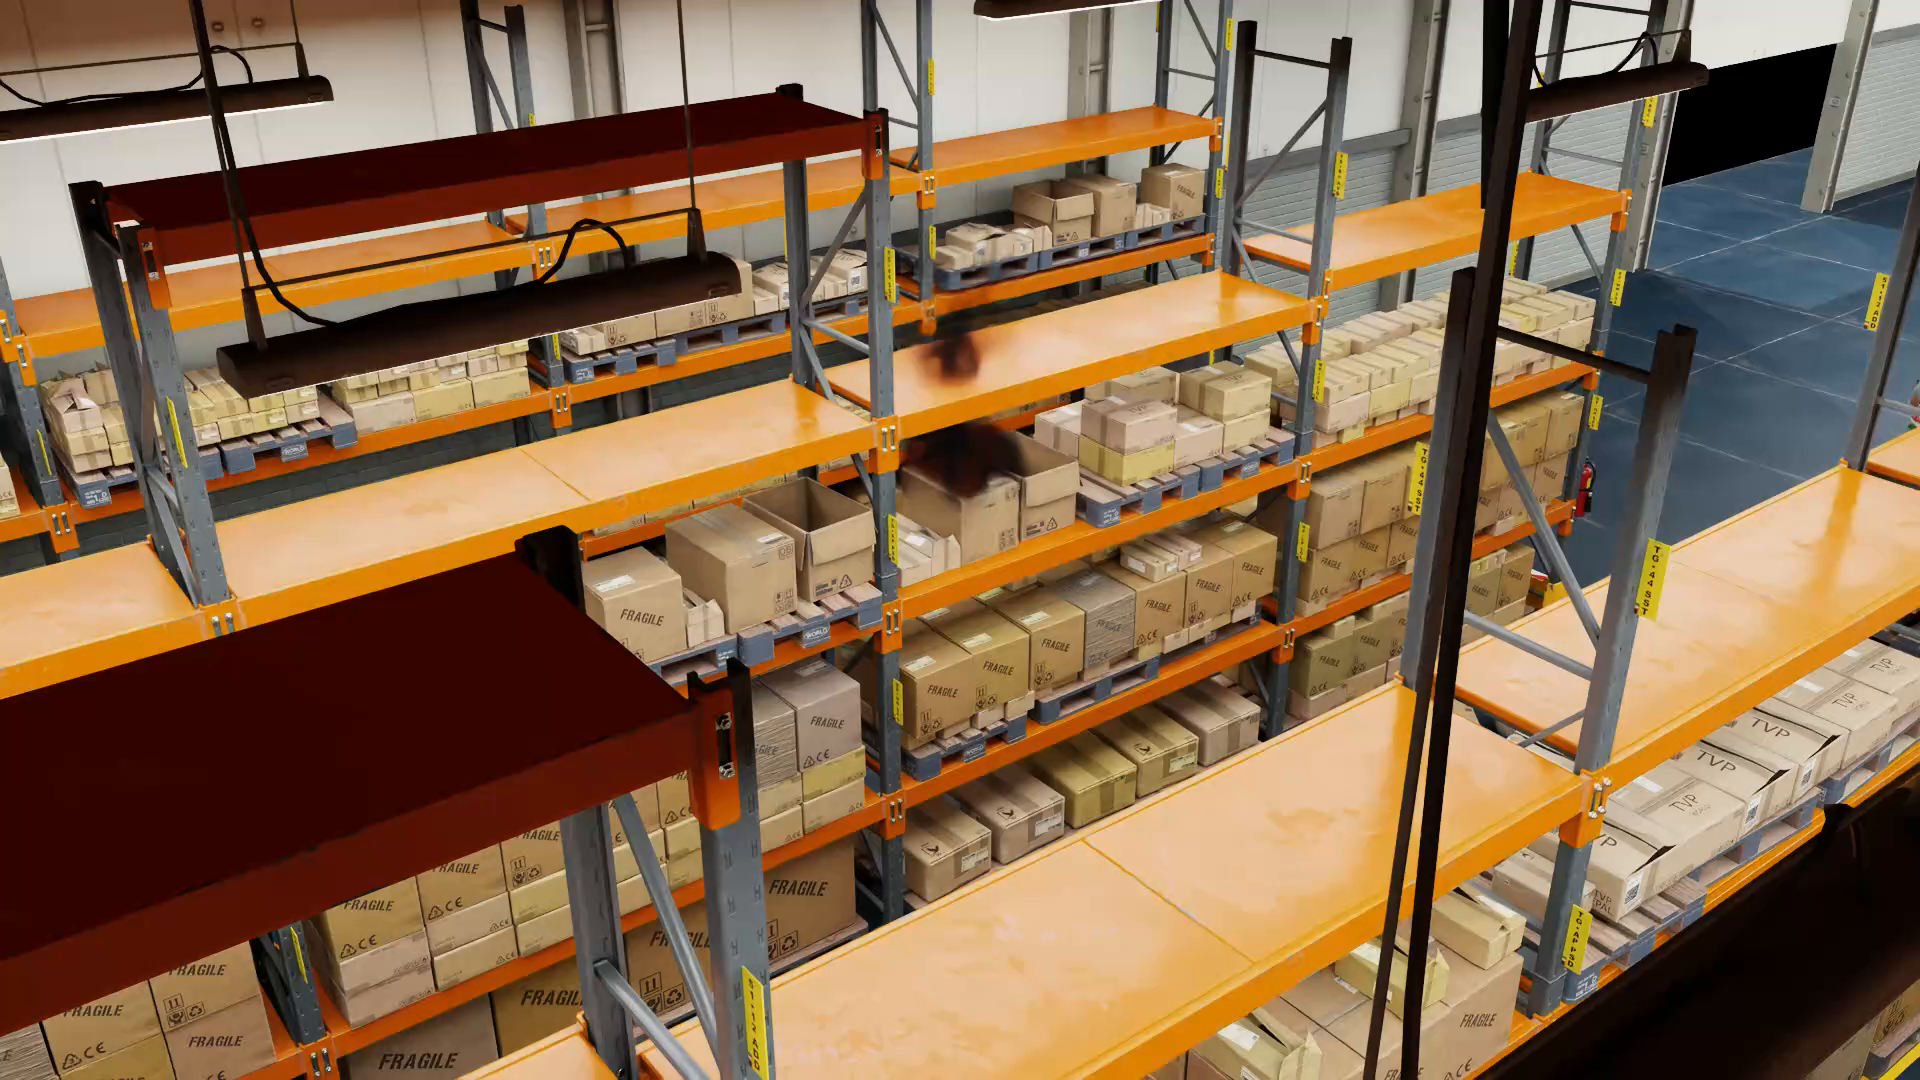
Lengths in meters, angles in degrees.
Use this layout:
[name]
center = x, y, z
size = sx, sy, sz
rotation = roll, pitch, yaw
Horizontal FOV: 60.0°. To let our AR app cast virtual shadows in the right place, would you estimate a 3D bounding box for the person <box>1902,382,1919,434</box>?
[person]
center = 10.981, -1.302, 18.794
size = 0.657, 1.740, 0.673
rotation = 3, 26, 6
